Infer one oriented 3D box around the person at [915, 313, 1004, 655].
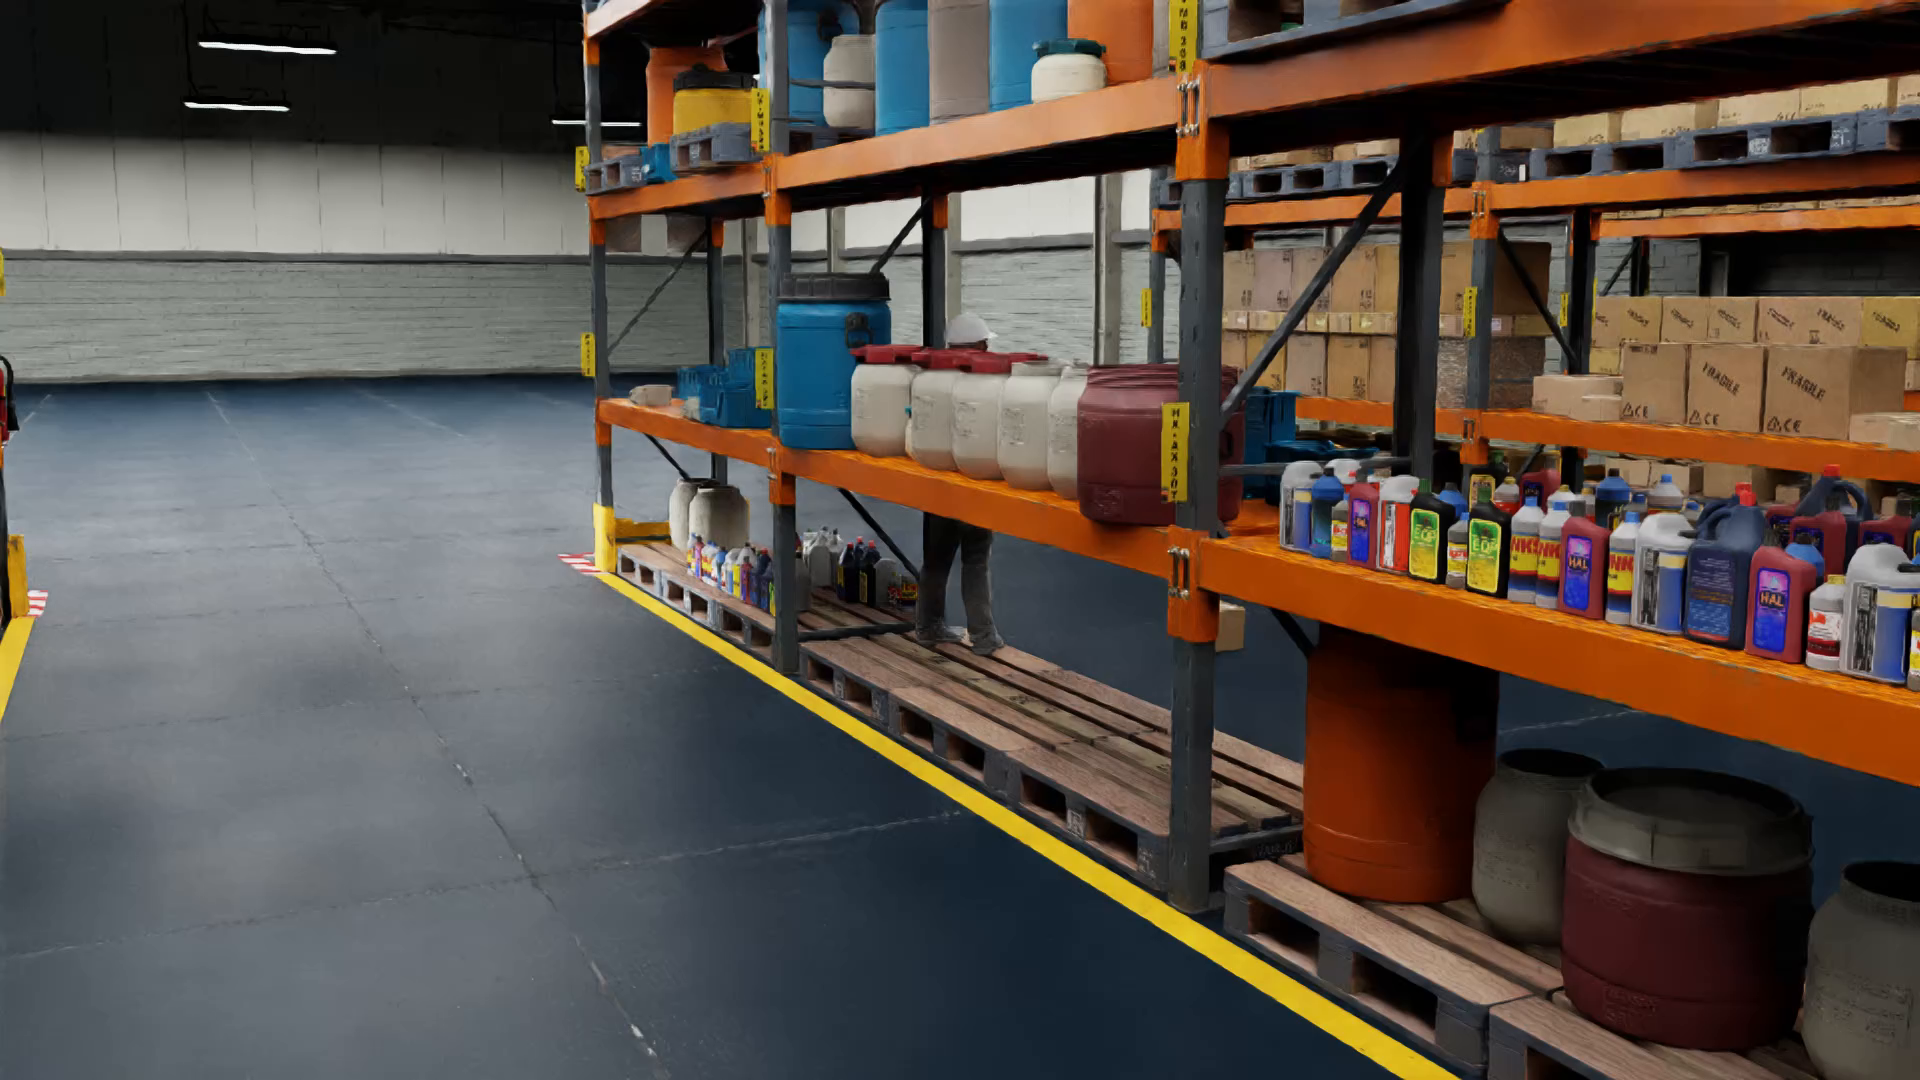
[{"bbox_3d":[0.016,-0.302,8.734,0.422,1.766,0.579,-5,10,-28],"label":"person"}]
